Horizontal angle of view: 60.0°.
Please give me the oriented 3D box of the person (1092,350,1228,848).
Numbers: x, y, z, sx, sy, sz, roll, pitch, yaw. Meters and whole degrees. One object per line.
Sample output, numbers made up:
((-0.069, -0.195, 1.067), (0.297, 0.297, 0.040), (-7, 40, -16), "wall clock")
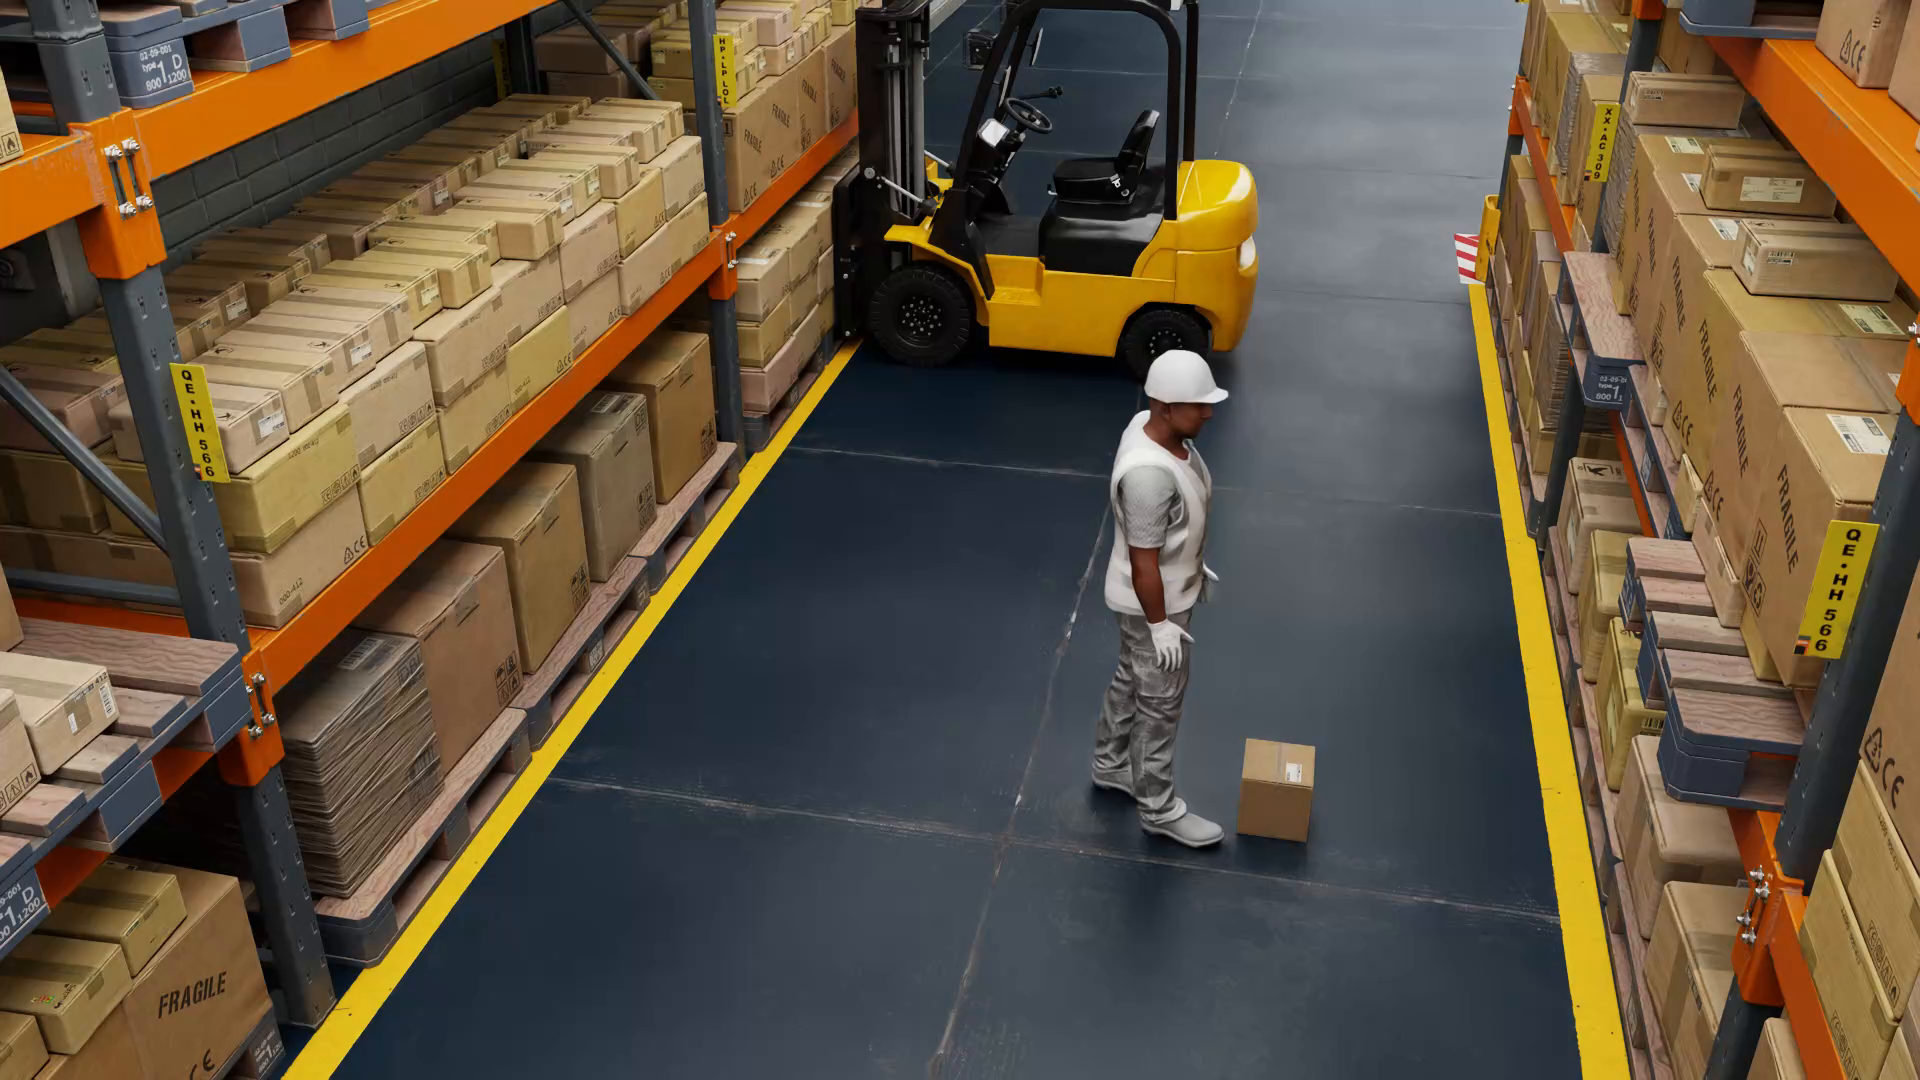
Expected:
((0.730, 0.194, 5.729), (0.514, 1.785, 0.568), (6, 29, 11), "person")
